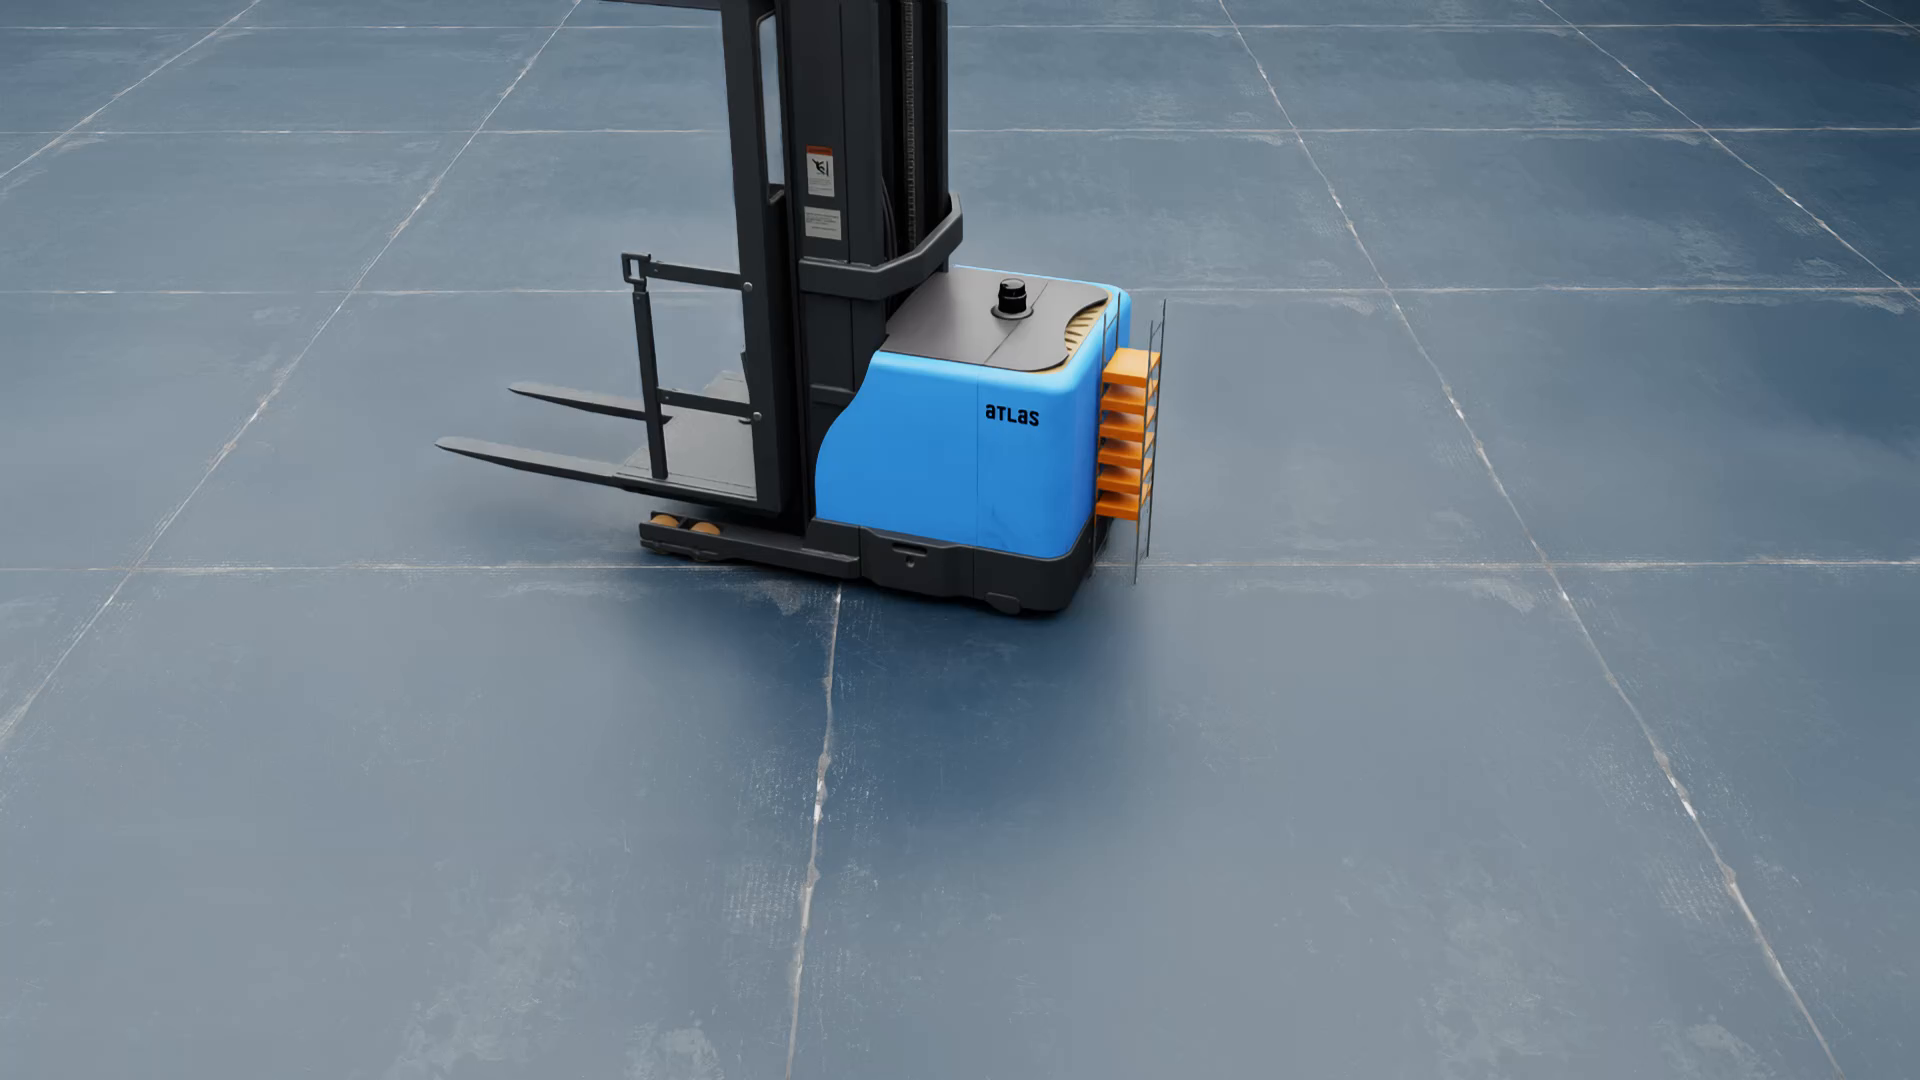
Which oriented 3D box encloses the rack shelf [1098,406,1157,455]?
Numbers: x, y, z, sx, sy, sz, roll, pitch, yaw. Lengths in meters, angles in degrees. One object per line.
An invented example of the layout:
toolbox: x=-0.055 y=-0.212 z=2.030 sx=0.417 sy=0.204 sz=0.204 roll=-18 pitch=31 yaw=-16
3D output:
rack shelf: x=0.679 y=-0.457 z=6.701 sx=0.180 sy=0.103 sz=0.258 roll=10 pitch=33 yaw=16

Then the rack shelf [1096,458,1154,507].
rack shelf: x=0.679 y=-0.252 z=6.826 sx=0.180 sy=0.103 sz=0.258 roll=10 pitch=33 yaw=16

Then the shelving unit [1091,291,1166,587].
shelving unit: x=0.679 y=-0.393 z=6.740 sx=0.189 sy=1.200 sz=0.258 roll=10 pitch=33 yaw=16

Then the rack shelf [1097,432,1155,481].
rack shelf: x=0.679 y=-0.355 z=6.763 sx=0.180 sy=0.103 sz=0.258 roll=10 pitch=33 yaw=16

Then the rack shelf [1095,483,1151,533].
rack shelf: x=0.679 y=-0.149 z=6.888 sx=0.180 sy=0.103 sz=0.258 roll=10 pitch=33 yaw=16

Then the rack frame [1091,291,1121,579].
rack frame: x=0.593 y=-0.408 z=6.766 sx=0.006 sy=1.200 sz=0.240 roll=10 pitch=33 yaw=16

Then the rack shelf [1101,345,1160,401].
rack shelf: x=0.679 y=-0.662 z=6.577 sx=0.180 sy=0.103 sz=0.258 roll=10 pitch=33 yaw=16

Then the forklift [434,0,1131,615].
forklift: x=-0.848 y=-1.405 z=6.741 sx=3.031 sy=2.935 sz=1.130 roll=10 pitch=33 yaw=16

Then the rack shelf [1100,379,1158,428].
rack shelf: x=0.679 y=-0.560 z=6.639 sx=0.180 sy=0.103 sz=0.258 roll=10 pitch=33 yaw=16

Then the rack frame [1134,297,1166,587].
rack frame: x=0.765 y=-0.377 z=6.715 sx=0.006 sy=1.200 sz=0.240 roll=10 pitch=33 yaw=16
